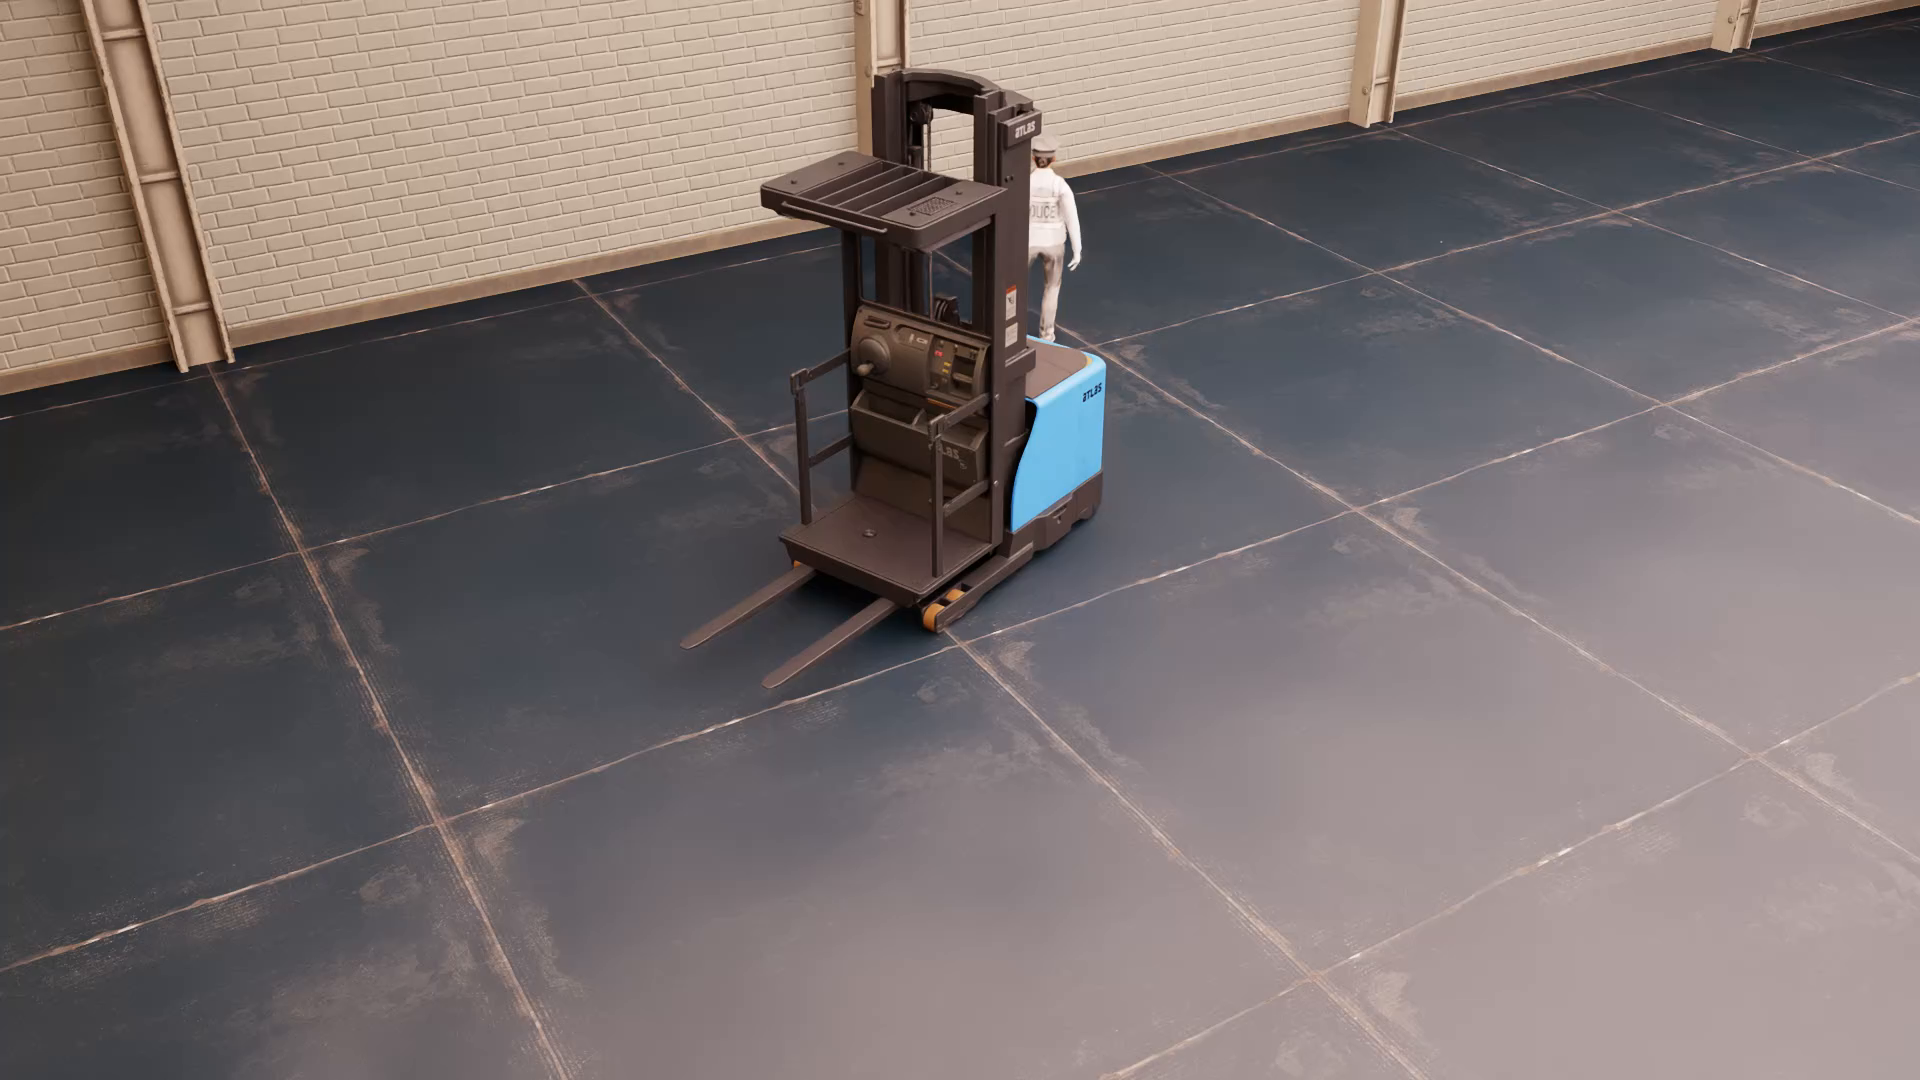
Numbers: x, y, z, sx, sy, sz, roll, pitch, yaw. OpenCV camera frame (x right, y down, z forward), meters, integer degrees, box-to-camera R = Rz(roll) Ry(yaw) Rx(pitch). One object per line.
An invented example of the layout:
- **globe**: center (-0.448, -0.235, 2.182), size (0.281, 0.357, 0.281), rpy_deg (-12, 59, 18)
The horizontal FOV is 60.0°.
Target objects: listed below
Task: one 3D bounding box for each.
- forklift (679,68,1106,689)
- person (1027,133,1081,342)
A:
- **forklift**: center (-0.365, -1.007, 9.329), size (1.130, 2.935, 3.031), rpy_deg (21, 37, 31)
- **person**: center (0.608, -2.257, 12.669), size (0.654, 1.650, 0.449), rpy_deg (5, 31, 8)
